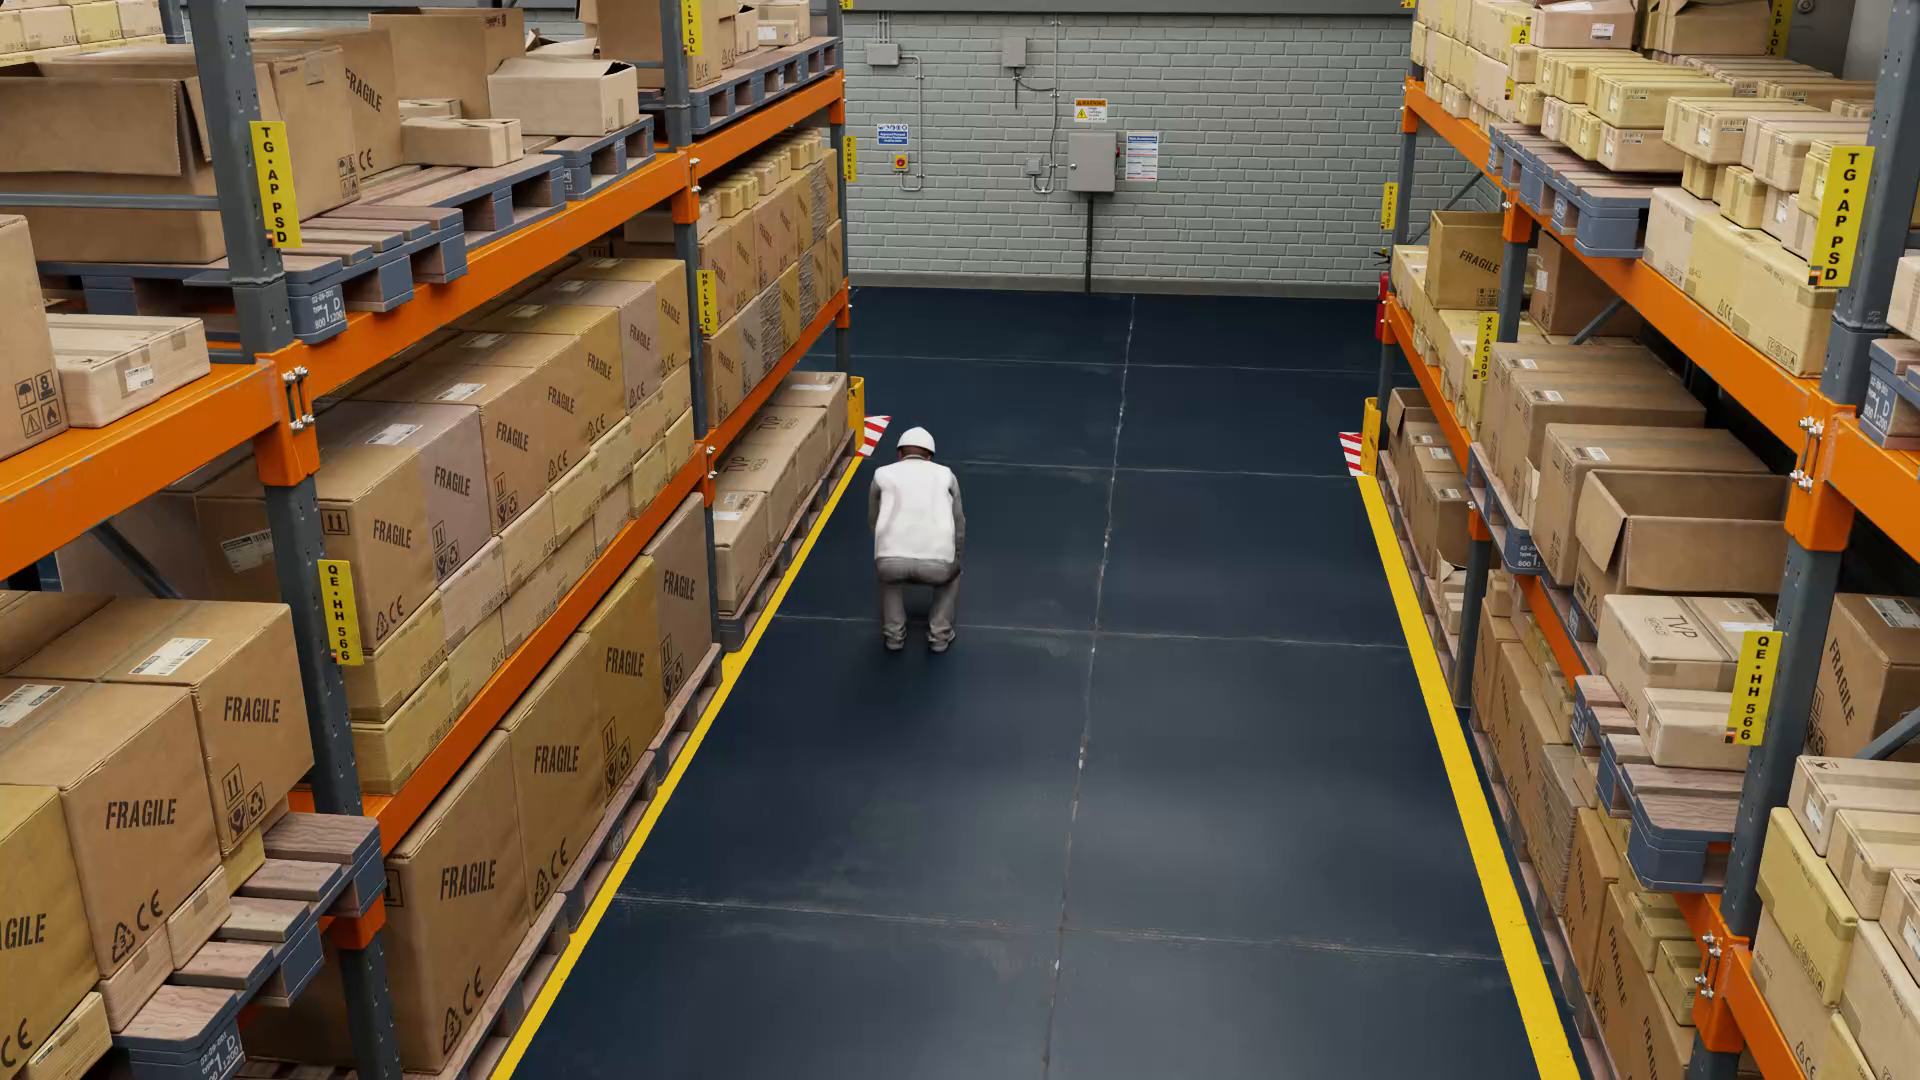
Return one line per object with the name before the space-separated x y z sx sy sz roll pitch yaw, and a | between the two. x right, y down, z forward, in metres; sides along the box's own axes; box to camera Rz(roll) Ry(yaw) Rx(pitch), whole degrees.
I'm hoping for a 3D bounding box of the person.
person | -0.266 0.008 9.403 0.560 1.147 0.862 2 21 6
